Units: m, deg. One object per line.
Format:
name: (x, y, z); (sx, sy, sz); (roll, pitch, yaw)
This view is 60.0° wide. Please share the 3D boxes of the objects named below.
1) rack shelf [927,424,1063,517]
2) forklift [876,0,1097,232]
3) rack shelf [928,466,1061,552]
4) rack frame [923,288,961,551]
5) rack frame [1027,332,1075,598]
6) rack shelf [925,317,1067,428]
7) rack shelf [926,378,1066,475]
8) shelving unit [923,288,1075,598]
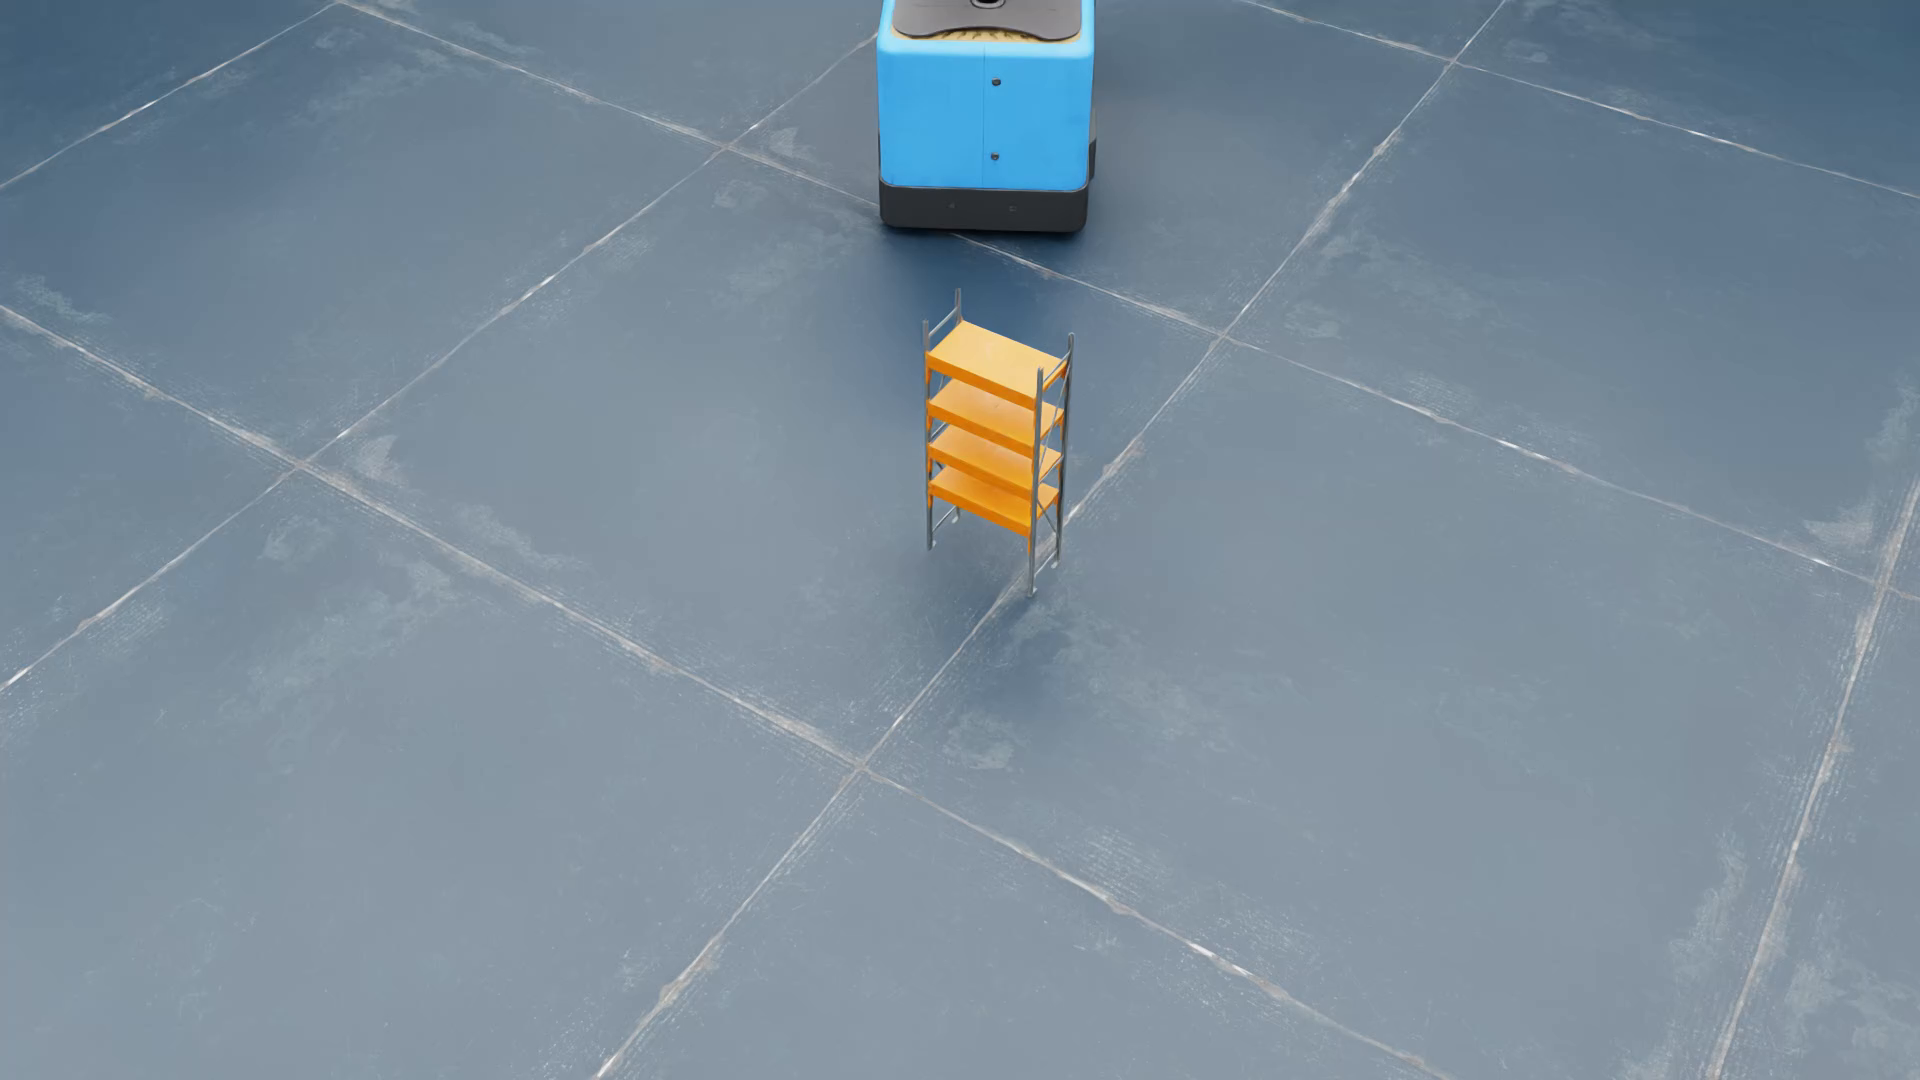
rack shelf: (0.139, -0.307, 6.527); (0.480, 0.148, 0.258); (25, 51, 22)
forklift: (0.192, -3.621, 8.447); (1.130, 2.935, 3.031); (2, 46, 2)
rack shelf: (0.139, -0.169, 6.670); (0.480, 0.148, 0.258); (25, 51, 22)
rack frame: (-0.066, -0.449, 6.571); (0.015, 1.200, 0.240); (25, 51, 22)
rack frame: (0.345, -0.260, 6.387); (0.015, 1.200, 0.240); (25, 51, 22)
rack shelf: (0.139, -0.628, 6.197); (0.480, 0.148, 0.258); (25, 51, 22)
rack shelf: (0.139, -0.463, 6.367); (0.480, 0.148, 0.258); (25, 51, 22)
shelving unit: (0.139, -0.354, 6.479); (0.503, 1.200, 0.258); (25, 51, 22)
